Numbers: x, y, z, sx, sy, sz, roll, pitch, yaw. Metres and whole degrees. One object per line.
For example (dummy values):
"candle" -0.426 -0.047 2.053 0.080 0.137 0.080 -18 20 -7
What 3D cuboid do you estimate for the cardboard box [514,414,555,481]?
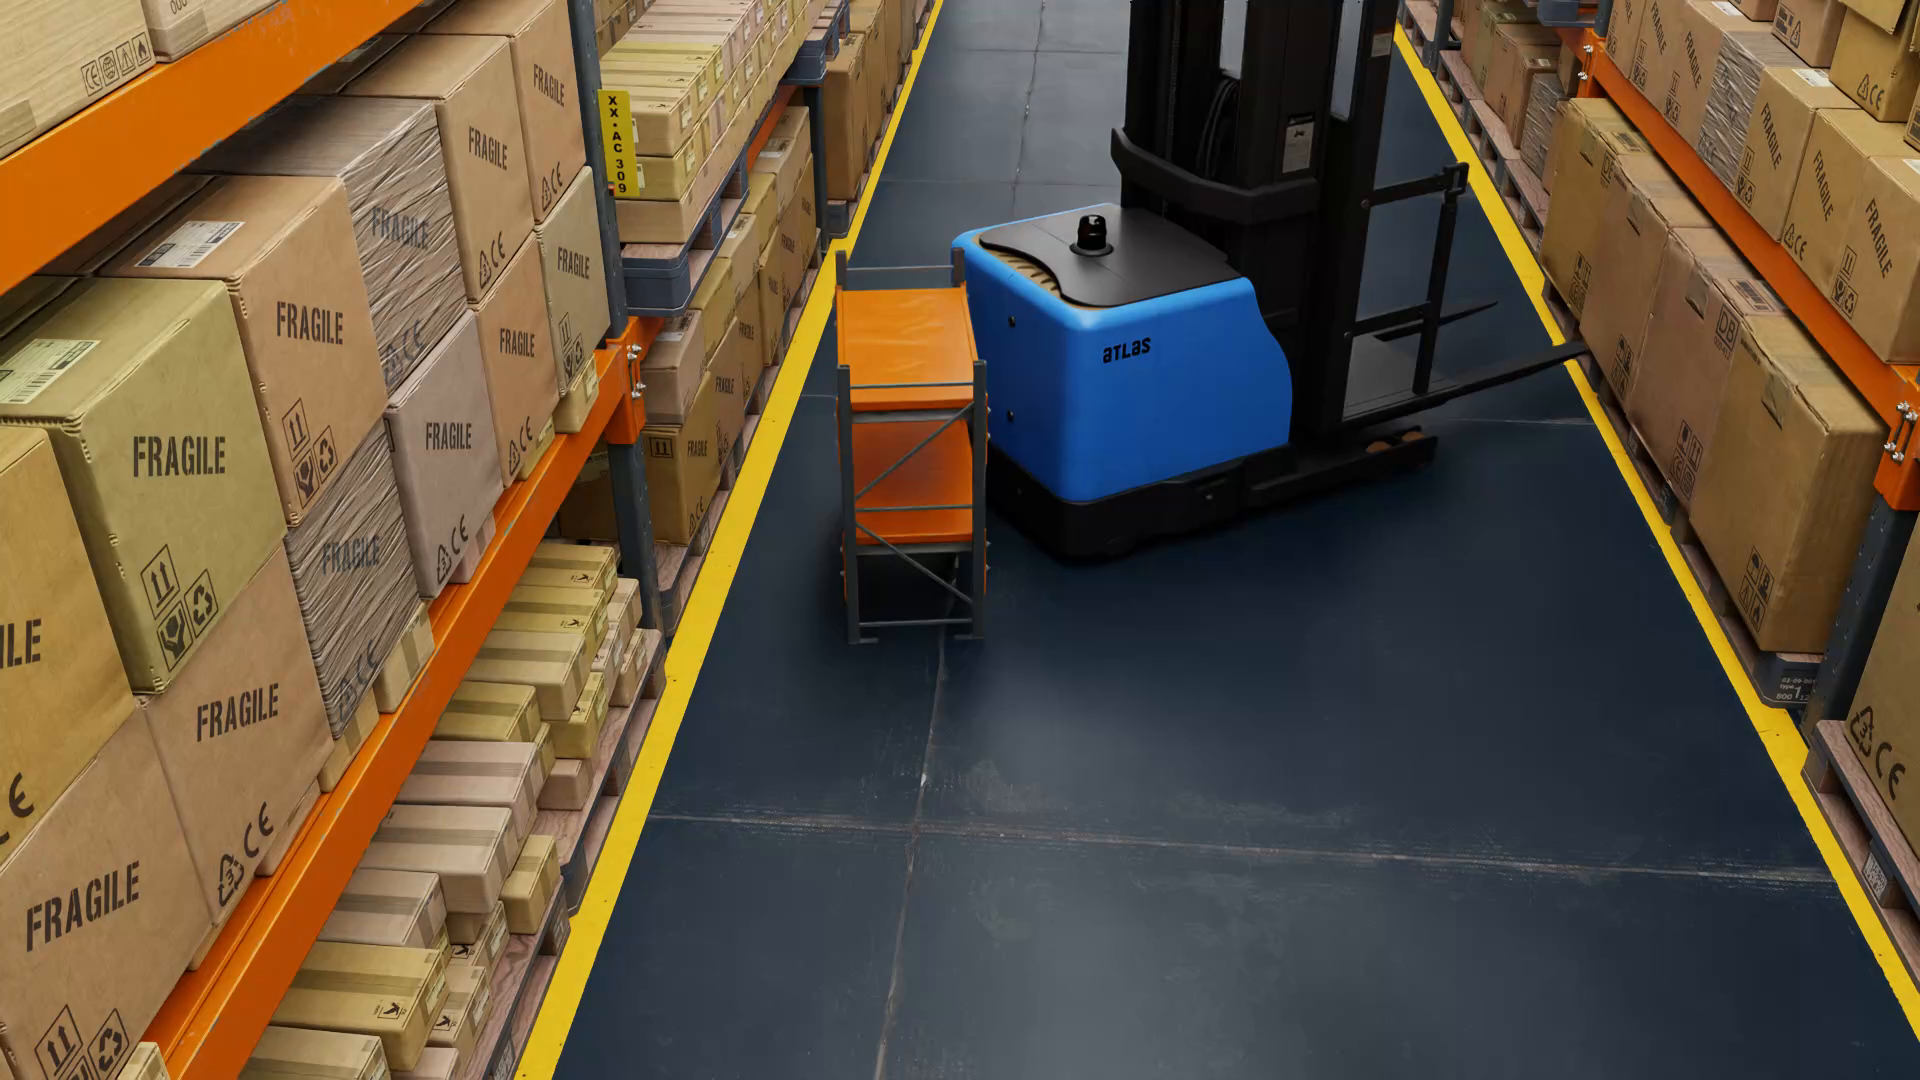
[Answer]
"cardboard box" -1.354 -0.298 4.614 0.380 0.149 0.250 4 32 6

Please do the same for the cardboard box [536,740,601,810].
"cardboard box" -1.324 0.687 5.093 0.380 0.149 0.250 1 32 2

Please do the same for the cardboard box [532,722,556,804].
"cardboard box" -1.411 0.656 4.861 0.380 0.149 0.250 3 32 4

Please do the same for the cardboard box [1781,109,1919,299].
"cardboard box" 3.178 -1.133 5.635 0.500 0.500 0.500 3 32 6

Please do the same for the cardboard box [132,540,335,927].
"cardboard box" -1.513 0.322 2.990 0.500 0.500 0.500 3 32 5

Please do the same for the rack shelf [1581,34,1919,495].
"rack shelf" 3.528 -1.316 6.712 1.077 0.370 4.000 2 32 4

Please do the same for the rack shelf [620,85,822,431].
"rack shelf" -1.407 -1.580 7.141 1.077 0.370 4.000 2 32 4

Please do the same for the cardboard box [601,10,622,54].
"cardboard box" -1.605 -2.072 6.809 0.380 0.149 0.250 4 32 6

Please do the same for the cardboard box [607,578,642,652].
"cardboard box" -1.279 0.246 5.526 0.380 0.149 0.250 3 32 5

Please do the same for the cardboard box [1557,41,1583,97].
"cardboard box" 3.749 -2.740 9.585 0.500 0.250 0.500 6 32 10

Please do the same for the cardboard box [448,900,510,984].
"cardboard box" -1.435 1.088 4.442 0.380 0.149 0.250 3 32 5

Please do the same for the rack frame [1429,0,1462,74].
"rack frame" 4.017 -4.759 11.614 1.000 3.000 0.127 2 32 4

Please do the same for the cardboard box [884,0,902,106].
"cardboard box" -0.962 -3.412 11.172 1.050 0.750 0.750 2 32 4

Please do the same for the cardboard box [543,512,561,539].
"cardboard box" -1.761 -0.353 6.446 0.500 0.500 0.500 2 32 3

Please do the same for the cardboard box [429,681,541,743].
"cardboard box" -1.433 0.536 4.771 0.380 0.149 0.250 3 32 6

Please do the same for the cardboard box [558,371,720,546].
"cardboard box" -1.245 -0.331 6.410 0.500 0.500 0.500 4 32 6

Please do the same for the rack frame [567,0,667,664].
"rack frame" -1.570 -0.841 5.255 1.000 3.000 0.127 2 32 4

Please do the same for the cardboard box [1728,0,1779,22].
"cardboard box" 3.559 -2.415 6.758 0.797 0.503 0.637 3 32 5

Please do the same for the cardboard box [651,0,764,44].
"cardboard box" -0.975 -2.028 6.454 0.380 0.149 0.250 4 32 6

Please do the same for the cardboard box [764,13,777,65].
"cardboard box" -0.954 -2.044 6.763 0.380 0.149 0.250 2 32 3

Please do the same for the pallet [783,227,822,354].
"pallet" -1.309 -1.337 8.718 1.003 0.211 1.213 2 32 4

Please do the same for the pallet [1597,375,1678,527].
"pallet" 3.450 -0.435 7.255 1.003 0.211 1.213 2 32 4

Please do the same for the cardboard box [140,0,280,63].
"cardboard box" -1.475 -1.001 2.799 0.500 0.250 0.500 2 32 4

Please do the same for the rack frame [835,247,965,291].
"rack frame" -0.232 -0.641 6.718 0.500 1.125 0.032 -2 32 -3

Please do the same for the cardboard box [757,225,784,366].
"cardboard box" -1.110 -1.143 7.728 0.500 0.500 0.500 1 32 2

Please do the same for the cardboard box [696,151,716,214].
"cardboard box" -1.063 -1.244 5.749 0.380 0.149 0.250 3 32 5

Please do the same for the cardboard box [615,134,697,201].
"cardboard box" -1.079 -1.226 5.435 0.380 0.149 0.250 3 32 5

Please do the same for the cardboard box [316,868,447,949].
"cardboard box" -1.502 0.948 4.102 0.380 0.149 0.250 3 32 4

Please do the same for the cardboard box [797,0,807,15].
"cardboard box" -0.890 -2.445 7.414 0.380 0.149 0.250 3 32 4

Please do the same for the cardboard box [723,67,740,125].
"cardboard box" -1.019 -1.632 6.095 0.380 0.149 0.250 1 32 2

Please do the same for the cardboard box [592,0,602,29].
"cardboard box" -1.625 -2.066 6.515 0.380 0.149 0.250 1 32 2

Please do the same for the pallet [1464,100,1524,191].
"pallet" 3.858 -2.525 10.647 1.003 0.211 1.213 2 32 4

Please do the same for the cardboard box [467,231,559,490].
"cardboard box" -1.371 -0.474 4.281 0.500 0.500 0.500 2 32 3

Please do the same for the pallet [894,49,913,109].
"pallet" -0.906 -3.430 12.115 1.003 0.211 1.213 2 32 4

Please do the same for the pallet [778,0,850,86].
"pallet" -1.196 -2.474 8.088 1.213 0.211 1.003 2 32 4

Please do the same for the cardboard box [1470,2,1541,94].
"cardboard box" 3.888 -3.314 11.231 0.700 0.500 0.500 2 32 4

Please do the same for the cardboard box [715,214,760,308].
"cardboard box" -1.160 -1.195 7.097 0.500 0.250 0.500 4 32 6

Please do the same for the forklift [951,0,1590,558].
"forklift" 1.486 -1.729 6.761 3.031 2.935 1.130 -16 35 -25

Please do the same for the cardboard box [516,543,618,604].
"cardboard box" -1.340 0.138 5.417 0.380 0.149 0.250 3 32 5

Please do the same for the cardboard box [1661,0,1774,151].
"cardboard box" 3.302 -1.930 6.927 0.500 0.500 0.500 2 32 3

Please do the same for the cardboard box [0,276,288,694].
"cardboard box" -1.495 -0.103 2.726 0.500 0.500 0.500 2 32 3

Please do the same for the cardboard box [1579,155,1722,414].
"cardboard box" 3.534 -1.116 7.327 1.225 0.875 0.875 3 32 4

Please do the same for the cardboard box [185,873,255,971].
"cardboard box" -1.557 0.647 3.081 0.380 0.149 0.250 2 32 3

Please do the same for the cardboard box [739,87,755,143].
"cardboard box" -0.997 -1.639 6.390 0.380 0.149 0.250 1 32 2

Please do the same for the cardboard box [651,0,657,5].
"cardboard box" -1.542 -2.473 7.460 0.380 0.149 0.250 3 32 4

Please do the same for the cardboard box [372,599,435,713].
"cardboard box" -1.416 0.246 3.731 0.380 0.149 0.250 3 32 5

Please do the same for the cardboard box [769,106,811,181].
"cardboard box" -1.039 -1.997 8.400 0.500 0.250 0.500 2 32 3

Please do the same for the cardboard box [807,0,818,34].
"cardboard box" -0.869 -2.462 7.726 0.380 0.149 0.250 3 32 5

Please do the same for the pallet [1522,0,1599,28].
"pallet" 3.643 -2.963 8.882 1.213 0.211 1.003 2 32 4

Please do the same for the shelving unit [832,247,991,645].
"shelving unit" -0.197 -0.375 6.287 0.538 1.125 1.048 -2 32 -3

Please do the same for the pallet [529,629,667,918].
"pallet" -1.589 0.699 5.415 1.003 0.211 1.213 2 32 4

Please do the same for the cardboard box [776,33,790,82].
"cardboard box" -0.936 -2.056 7.067 0.380 0.149 0.250 3 32 5

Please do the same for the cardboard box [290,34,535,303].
"cardboard box" -1.375 -0.908 4.032 0.500 0.500 0.500 1 32 2

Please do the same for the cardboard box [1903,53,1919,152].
"cardboard box" 3.409 -1.380 5.079 0.797 0.503 0.637 2 32 3

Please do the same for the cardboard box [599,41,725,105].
"cardboard box" -1.039 -1.632 5.812 0.380 0.149 0.250 3 32 4

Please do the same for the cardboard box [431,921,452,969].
"cardboard box" -1.518 1.067 4.194 0.380 0.149 0.250 4 32 6

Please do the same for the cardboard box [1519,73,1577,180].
"cardboard box" 3.758 -2.433 9.802 0.700 0.500 0.500 0 32 0
